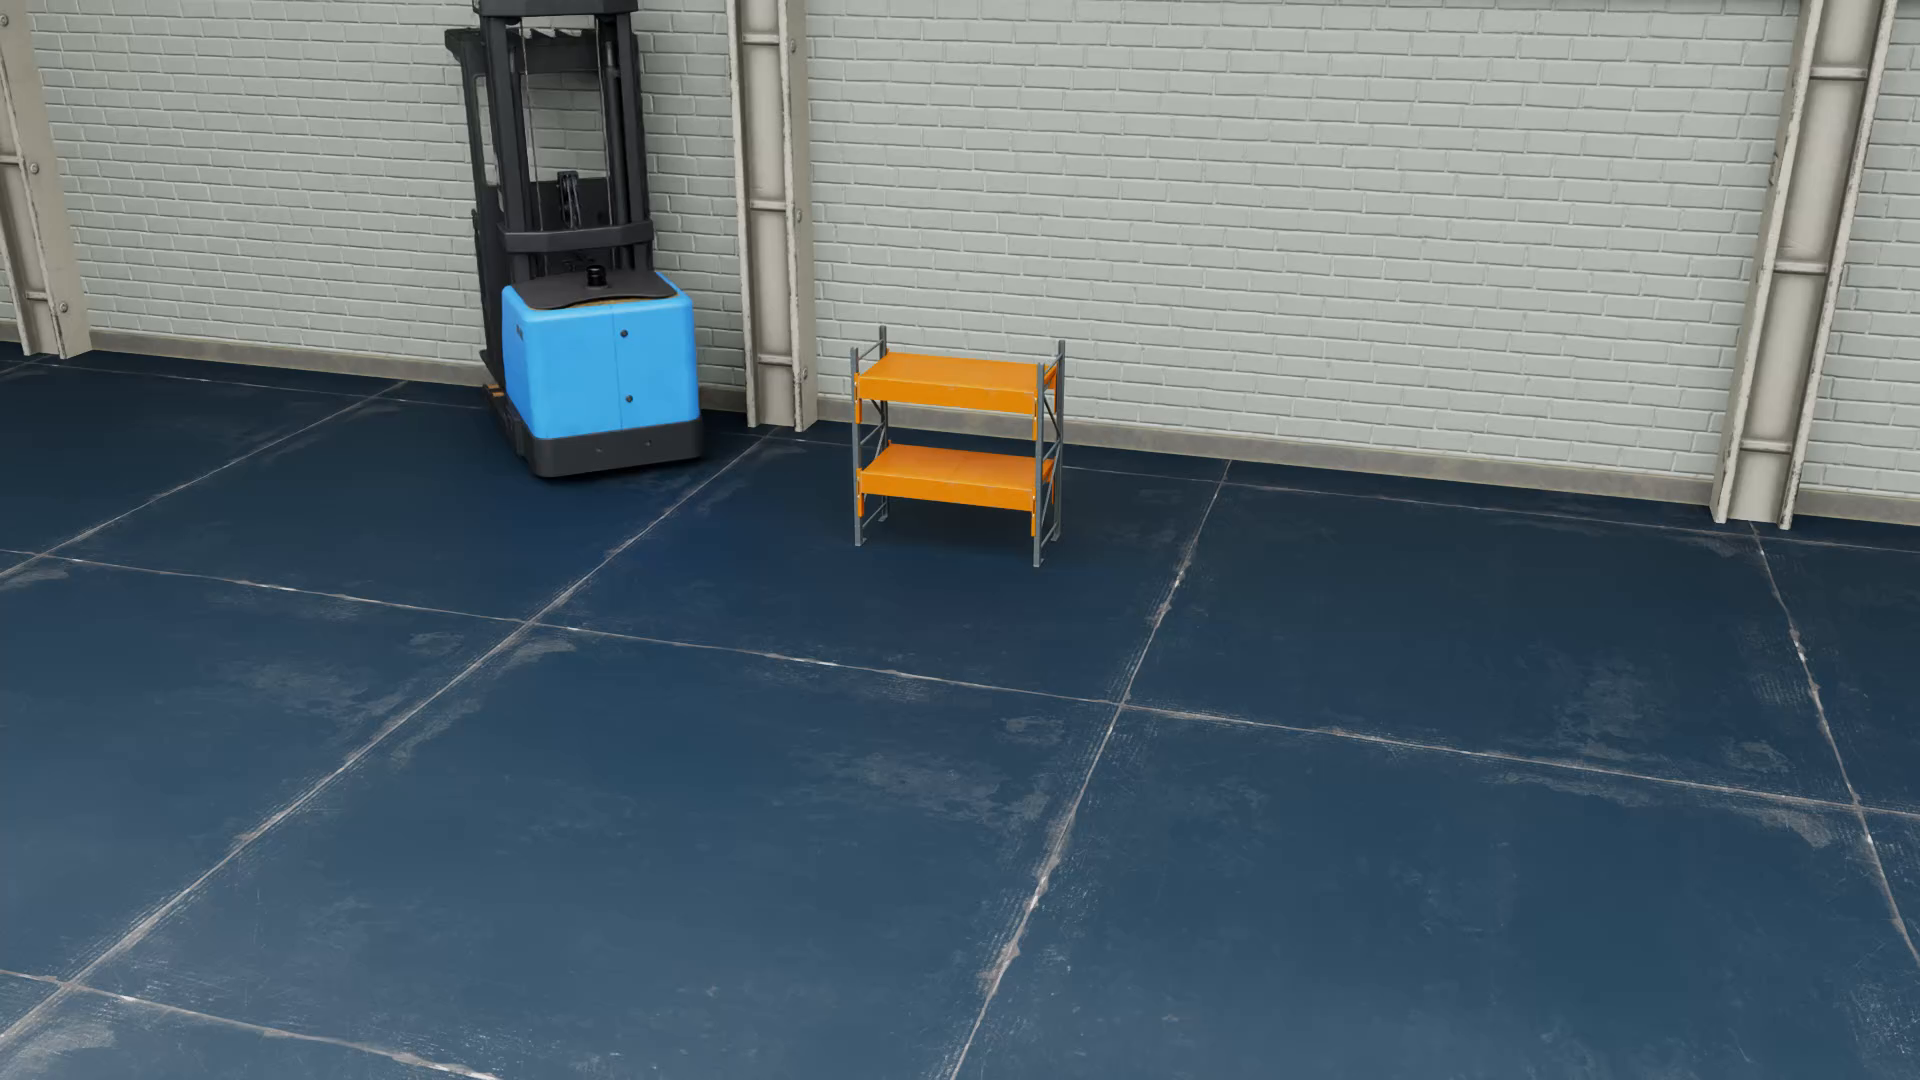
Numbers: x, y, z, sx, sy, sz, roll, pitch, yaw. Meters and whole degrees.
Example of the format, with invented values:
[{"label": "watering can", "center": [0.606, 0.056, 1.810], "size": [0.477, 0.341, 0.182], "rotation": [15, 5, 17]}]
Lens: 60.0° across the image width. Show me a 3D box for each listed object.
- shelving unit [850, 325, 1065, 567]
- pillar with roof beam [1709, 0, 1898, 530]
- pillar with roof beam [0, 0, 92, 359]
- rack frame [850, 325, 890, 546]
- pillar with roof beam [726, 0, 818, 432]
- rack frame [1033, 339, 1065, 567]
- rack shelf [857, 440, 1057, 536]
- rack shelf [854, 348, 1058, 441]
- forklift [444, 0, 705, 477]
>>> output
[{"label": "shelving unit", "center": [-0.006, -0.521, 9.058], "size": [1.048, 1.125, 0.538], "rotation": [7, 23, 16]}, {"label": "pillar with roof beam", "center": [3.311, -2.735, 4.080], "size": [0.400, 9.000, 9.100], "rotation": [7, 23, 16]}, {"label": "pillar with roof beam", "center": [-8.177, -4.050, 7.287], "size": [0.400, 9.000, 9.100], "rotation": [7, 23, 16]}, {"label": "rack frame", "center": [-0.493, -0.577, 9.194], "size": [0.032, 1.125, 0.500], "rotation": [7, 23, 16]}, {"label": "pillar with roof beam", "center": [-2.433, -3.393, 5.684], "size": [0.400, 9.000, 9.100], "rotation": [7, 23, 16]}, {"label": "rack frame", "center": [0.480, -0.465, 8.922], "size": [0.032, 1.125, 0.500], "rotation": [7, 23, 16]}, {"label": "rack shelf", "center": [-0.006, -0.295, 9.151], "size": [1.000, 0.278, 0.538], "rotation": [7, 23, 16]}, {"label": "rack shelf", "center": [-0.006, -0.792, 8.947], "size": [1.000, 0.278, 0.538], "rotation": [7, 23, 16]}, {"label": "forklift", "center": [-2.650, -2.259, 10.916], "size": [1.130, 2.935, 3.031], "rotation": [-9, 24, -22]}]
